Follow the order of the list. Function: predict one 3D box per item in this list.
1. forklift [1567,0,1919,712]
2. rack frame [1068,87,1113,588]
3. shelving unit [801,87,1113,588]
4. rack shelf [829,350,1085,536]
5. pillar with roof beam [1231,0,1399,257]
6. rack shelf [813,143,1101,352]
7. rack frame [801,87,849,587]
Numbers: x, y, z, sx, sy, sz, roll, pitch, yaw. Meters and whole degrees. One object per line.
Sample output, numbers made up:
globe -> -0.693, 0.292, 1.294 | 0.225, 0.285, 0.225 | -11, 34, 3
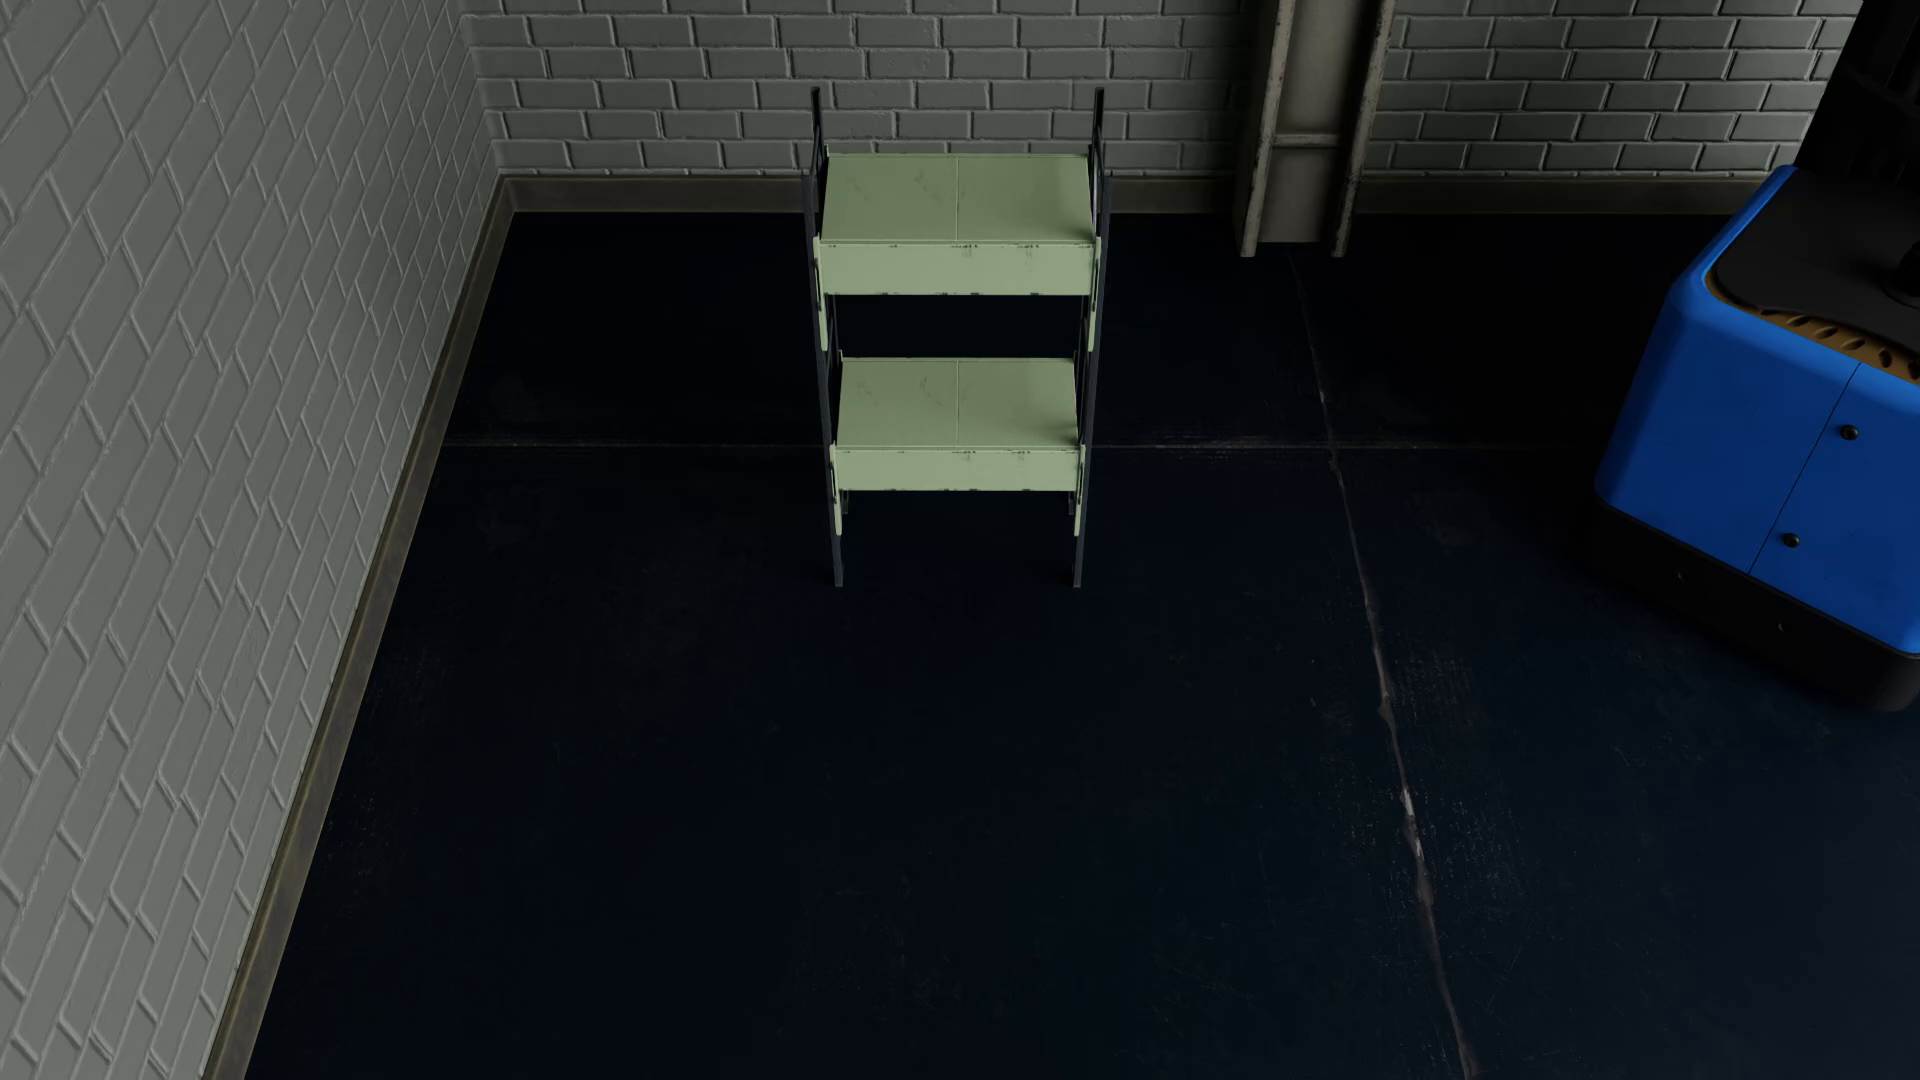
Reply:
forklift -> 3.220, -1.522, 4.664 | 1.130, 2.935, 3.031 | 32, 55, 26
rack frame -> 0.359, -0.510, 4.700 | 0.023, 1.500, 0.400 | 0, 47, 0
shelving unit -> -0.007, -0.511, 4.701 | 0.755, 1.500, 0.431 | 0, 47, 0
rack shelf -> -0.007, -0.289, 4.940 | 0.720, 0.370, 0.431 | 0, 47, 0
pillar with roof beam -> 1.231, -1.091, 0.117 | 0.400, 9.000, 9.100 | 0, 47, 0
rack shelf -> -0.007, -0.777, 4.415 | 0.720, 0.370, 0.431 | 0, 47, 0
rack frame -> -0.373, -0.512, 4.702 | 0.023, 1.500, 0.400 | 0, 47, 0
